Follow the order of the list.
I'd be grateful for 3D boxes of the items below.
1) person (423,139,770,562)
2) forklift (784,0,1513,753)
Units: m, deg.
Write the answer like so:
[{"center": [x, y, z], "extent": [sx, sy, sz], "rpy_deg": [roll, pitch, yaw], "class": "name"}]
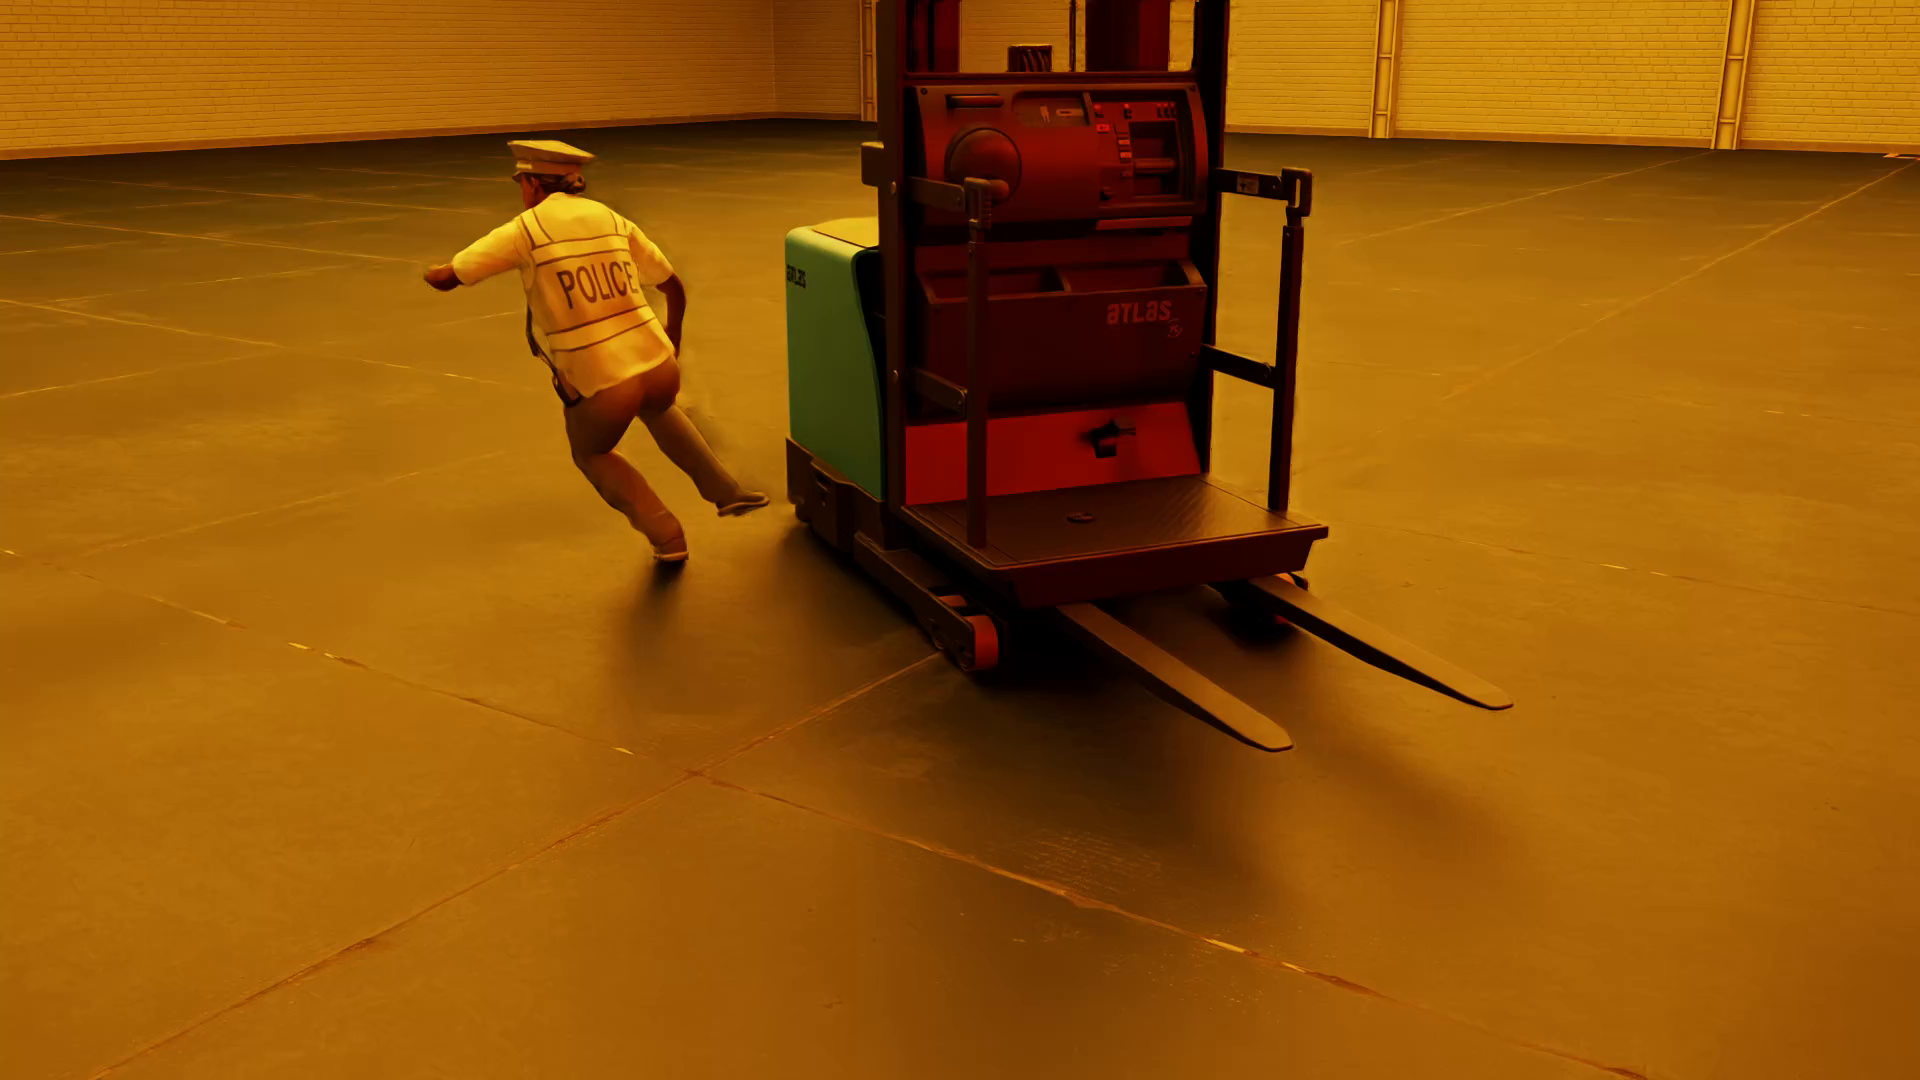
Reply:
[{"center": [-1.176, -0.624, 5.538], "extent": [1.095, 1.397, 0.894], "rpy_deg": [-15, 22, -42], "class": "person"}, {"center": [0.397, -1.168, 4.737], "extent": [1.130, 2.935, 3.031], "rpy_deg": [-7, 18, -22], "class": "forklift"}]
